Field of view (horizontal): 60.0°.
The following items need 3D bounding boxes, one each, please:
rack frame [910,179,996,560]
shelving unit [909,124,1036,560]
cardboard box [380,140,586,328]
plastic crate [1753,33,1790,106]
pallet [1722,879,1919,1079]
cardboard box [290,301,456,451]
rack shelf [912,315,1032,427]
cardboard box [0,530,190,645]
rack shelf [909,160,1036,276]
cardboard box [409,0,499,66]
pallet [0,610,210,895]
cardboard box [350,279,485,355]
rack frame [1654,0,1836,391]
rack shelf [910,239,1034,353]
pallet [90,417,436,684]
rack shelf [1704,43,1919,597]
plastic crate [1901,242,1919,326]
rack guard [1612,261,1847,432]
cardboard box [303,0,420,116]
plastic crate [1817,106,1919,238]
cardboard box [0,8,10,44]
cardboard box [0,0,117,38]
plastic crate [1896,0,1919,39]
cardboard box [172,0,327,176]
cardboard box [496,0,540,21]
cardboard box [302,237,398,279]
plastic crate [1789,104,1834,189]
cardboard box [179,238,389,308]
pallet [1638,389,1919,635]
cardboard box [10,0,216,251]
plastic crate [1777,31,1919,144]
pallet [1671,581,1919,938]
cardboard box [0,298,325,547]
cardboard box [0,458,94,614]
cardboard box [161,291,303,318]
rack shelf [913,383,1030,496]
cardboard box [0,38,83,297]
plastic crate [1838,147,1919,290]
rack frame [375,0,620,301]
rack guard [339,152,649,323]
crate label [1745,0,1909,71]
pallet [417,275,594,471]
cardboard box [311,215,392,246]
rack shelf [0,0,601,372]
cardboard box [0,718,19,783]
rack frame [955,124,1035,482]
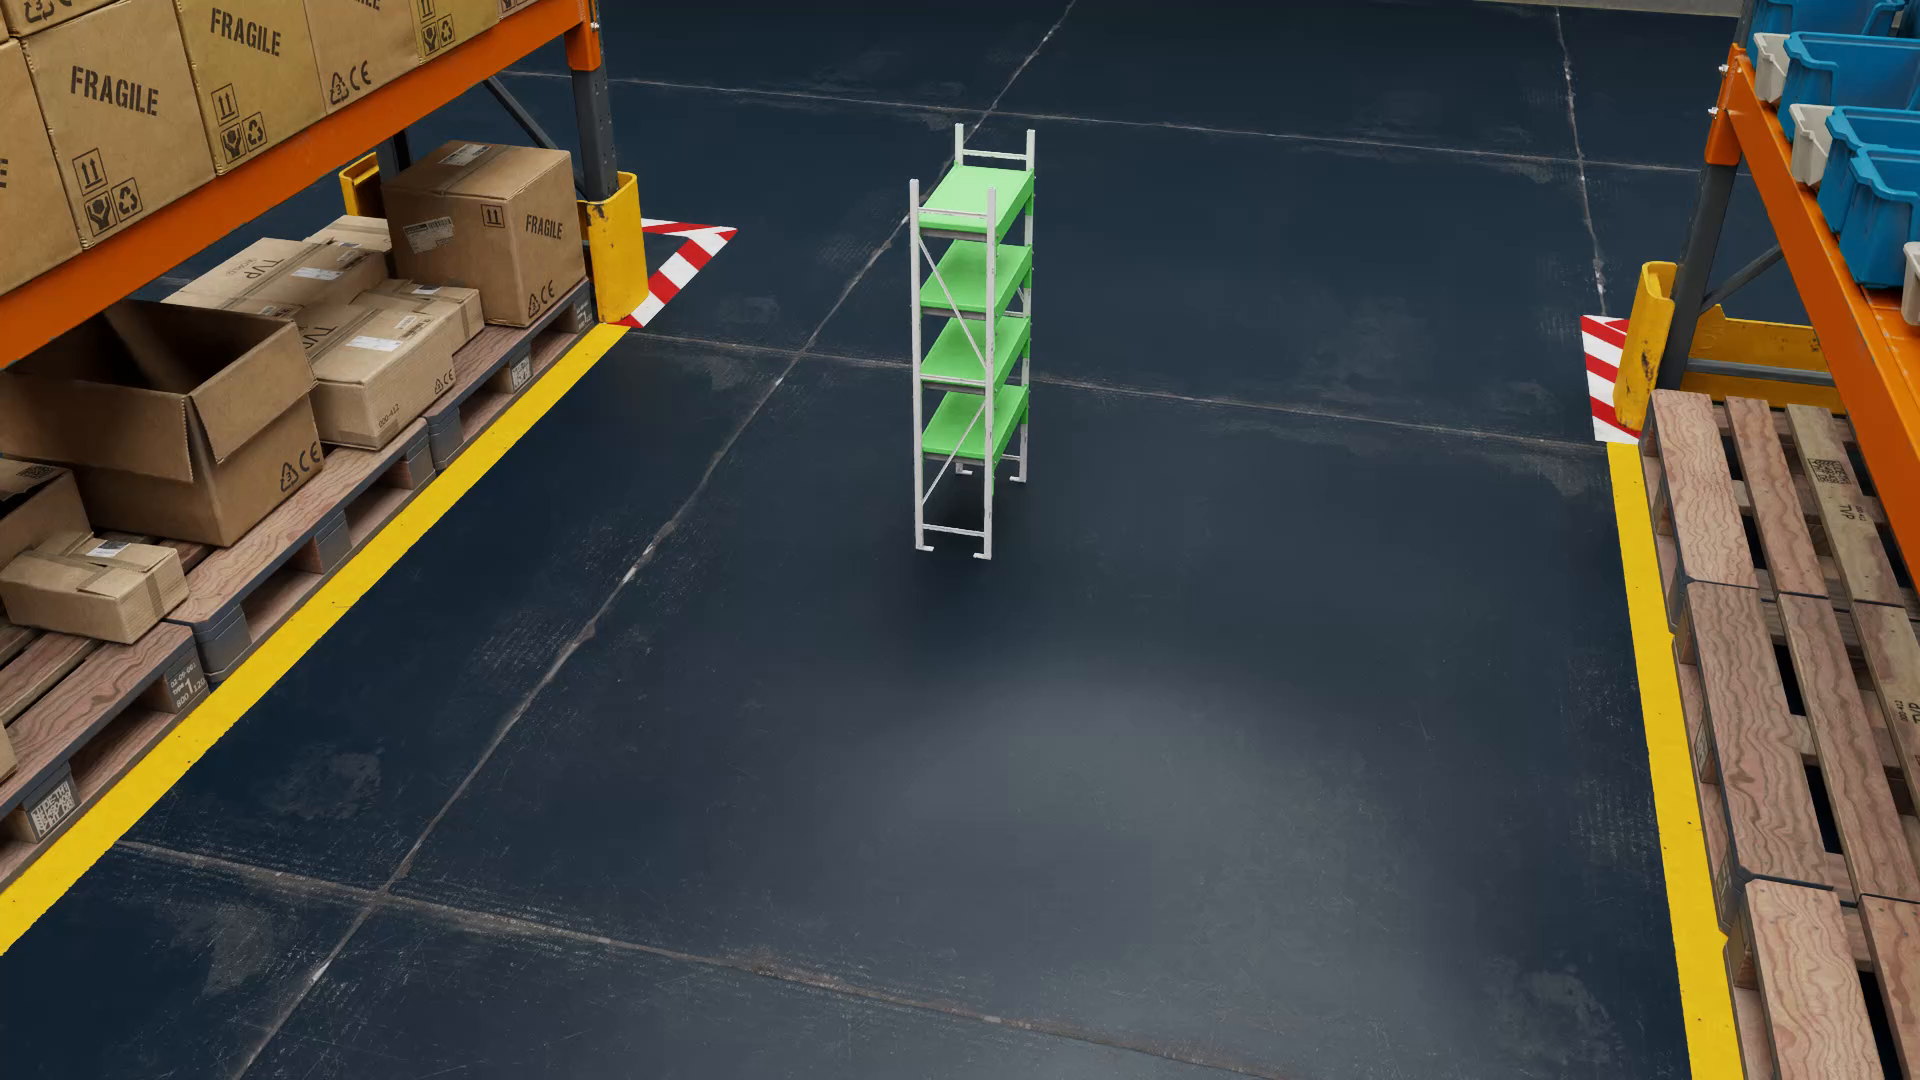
[{"bbox_3d":[-0.020,-0.466,4.864,0.240,1.200,0.015,8,33,12],"label":"rack frame"},{"bbox_3d":[0.042,-0.592,5.063,0.258,1.200,0.503,8,33,12],"label":"shelving unit"},{"bbox_3d":[-1.753,-1.143,6.172,0.500,0.500,0.500,8,33,12],"label":"cardboard box"},{"bbox_3d":[2.394,-1.327,4.732,0.250,0.136,0.298,8,33,12],"label":"plastic crate"},{"bbox_3d":[2.071,1.214,3.144,1.003,0.211,1.213,8,33,12],"label":"pallet"},{"bbox_3d":[-2.024,-0.549,5.470,0.500,0.250,0.500,8,33,12],"label":"cardboard box"},{"bbox_3d":[0.042,-0.538,5.098,0.258,0.148,0.480,8,33,12],"label":"rack shelf"},{"bbox_3d":[-2.343,0.119,4.498,0.380,0.166,0.250,8,33,12],"label":"cardboard box"},{"bbox_3d":[0.042,-0.943,4.840,0.258,0.148,0.480,8,33,12],"label":"rack shelf"},{"bbox_3d":[-1.832,-1.831,5.241,0.500,0.500,0.500,8,33,13],"label":"cardboard box"},{"bbox_3d":[-2.694,0.568,4.160,1.003,0.211,1.213,8,33,12],"label":"pallet"},{"bbox_3d":[-1.943,-0.804,5.950,0.380,0.166,0.250,8,33,12],"label":"cardboard box"},{"bbox_3d":[2.937,-1.652,5.052,1.000,3.000,0.127,8,33,12],"label":"rack frame"},{"bbox_3d":[0.042,-0.741,4.969,0.258,0.148,0.480,8,33,12],"label":"rack shelf"},{"bbox_3d":[-2.386,-0.067,5.159,1.003,0.211,1.213,8,33,12],"label":"pallet"},{"bbox_3d":[2.429,-0.310,3.613,1.077,0.370,4.000,8,33,12],"label":"rack shelf"},{"bbox_3d":[2.073,-0.435,3.328,0.293,0.136,0.466,8,33,12],"label":"plastic crate"},{"bbox_3d":[2.930,-0.611,5.745,1.175,0.500,0.348,8,33,12],"label":"rack guard"},{"bbox_3d":[-1.964,-1.573,4.835,0.500,0.500,0.500,8,33,13],"label":"cardboard box"},{"bbox_3d":[2.221,-0.840,3.875,0.416,0.233,0.300,8,33,12],"label":"plastic crate"},{"bbox_3d":[-2.347,-1.190,3.302,0.500,0.500,0.500,7,33,11],"label":"cardboard box"},{"bbox_3d":[-2.216,-1.457,3.721,0.500,0.500,0.500,7,33,11],"label":"cardboard box"},{"bbox_3d":[3.032,-1.493,4.713,0.616,0.435,0.499,8,33,12],"label":"plastic crate"},{"bbox_3d":[-2.092,-1.311,4.424,0.500,0.500,0.500,8,33,12],"label":"cardboard box"},{"bbox_3d":[-1.704,-2.101,5.665,0.500,0.500,0.500,9,34,14],"label":"cardboard box"},{"bbox_3d":[-2.356,-1.018,6.286,0.380,0.166,0.250,8,33,12],"label":"cardboard box"},{"bbox_3d":[2.222,-0.975,4.178,0.250,0.136,0.298,8,33,12],"label":"plastic crate"},{"bbox_3d":[-2.393,-0.850,5.945,0.500,0.250,0.500,8,33,12],"label":"cardboard box"},{"bbox_3d":[2.690,-0.052,5.135,1.003,0.211,1.213,8,33,12],"label":"pallet"},{"bbox_3d":[-2.220,-1.047,4.008,0.500,0.500,0.500,8,33,12],"label":"cardboard box"},{"bbox_3d":[2.388,-1.181,4.413,0.416,0.233,0.300,8,33,12],"label":"plastic crate"},{"bbox_3d":[2.378,0.579,4.143,1.003,0.211,1.213,8,33,12],"label":"pallet"},{"bbox_3d":[-2.397,-0.360,4.937,0.797,0.503,0.637,8,33,12],"label":"cardboard box"},{"bbox_3d":[-2.808,-0.027,4.592,0.500,0.311,0.500,8,33,12],"label":"cardboard box"},{"bbox_3d":[-2.520,-0.591,5.536,0.500,0.250,0.500,8,33,12],"label":"cardboard box"},{"bbox_3d":[0.042,-0.336,5.226,0.258,0.148,0.480,8,33,12],"label":"rack shelf"},{"bbox_3d":[-2.349,-0.788,3.600,0.500,0.500,0.500,9,33,13],"label":"cardboard box"},{"bbox_3d":[2.145,-0.684,3.630,0.416,0.233,0.300,8,33,12],"label":"plastic crate"},{"bbox_3d":[-1.854,-2.328,6.116,1.000,3.000,0.127,8,33,12],"label":"rack frame"},{"bbox_3d":[-1.873,-1.234,6.725,1.175,0.500,0.348,8,33,12],"label":"rack guard"},{"bbox_3d":[2.555,-1.523,4.950,0.416,0.233,0.303,8,33,12],"label":"crate label"},{"bbox_3d":[-2.074,-0.698,6.151,1.003,0.211,1.213,8,33,12],"label":"pallet"},{"bbox_3d":[-2.292,-1.140,6.495,0.380,0.149,0.250,8,33,12],"label":"cardboard box"},{"bbox_3d":[-2.361,-0.987,4.677,1.077,0.370,4.000,8,33,12],"label":"rack shelf"},{"bbox_3d":[-2.553,0.508,3.751,0.500,0.311,0.500,8,33,12],"label":"cardboard box"},{"bbox_3d":[0.104,-0.719,5.262,0.240,1.200,0.015,8,33,12],"label":"rack frame"}]
